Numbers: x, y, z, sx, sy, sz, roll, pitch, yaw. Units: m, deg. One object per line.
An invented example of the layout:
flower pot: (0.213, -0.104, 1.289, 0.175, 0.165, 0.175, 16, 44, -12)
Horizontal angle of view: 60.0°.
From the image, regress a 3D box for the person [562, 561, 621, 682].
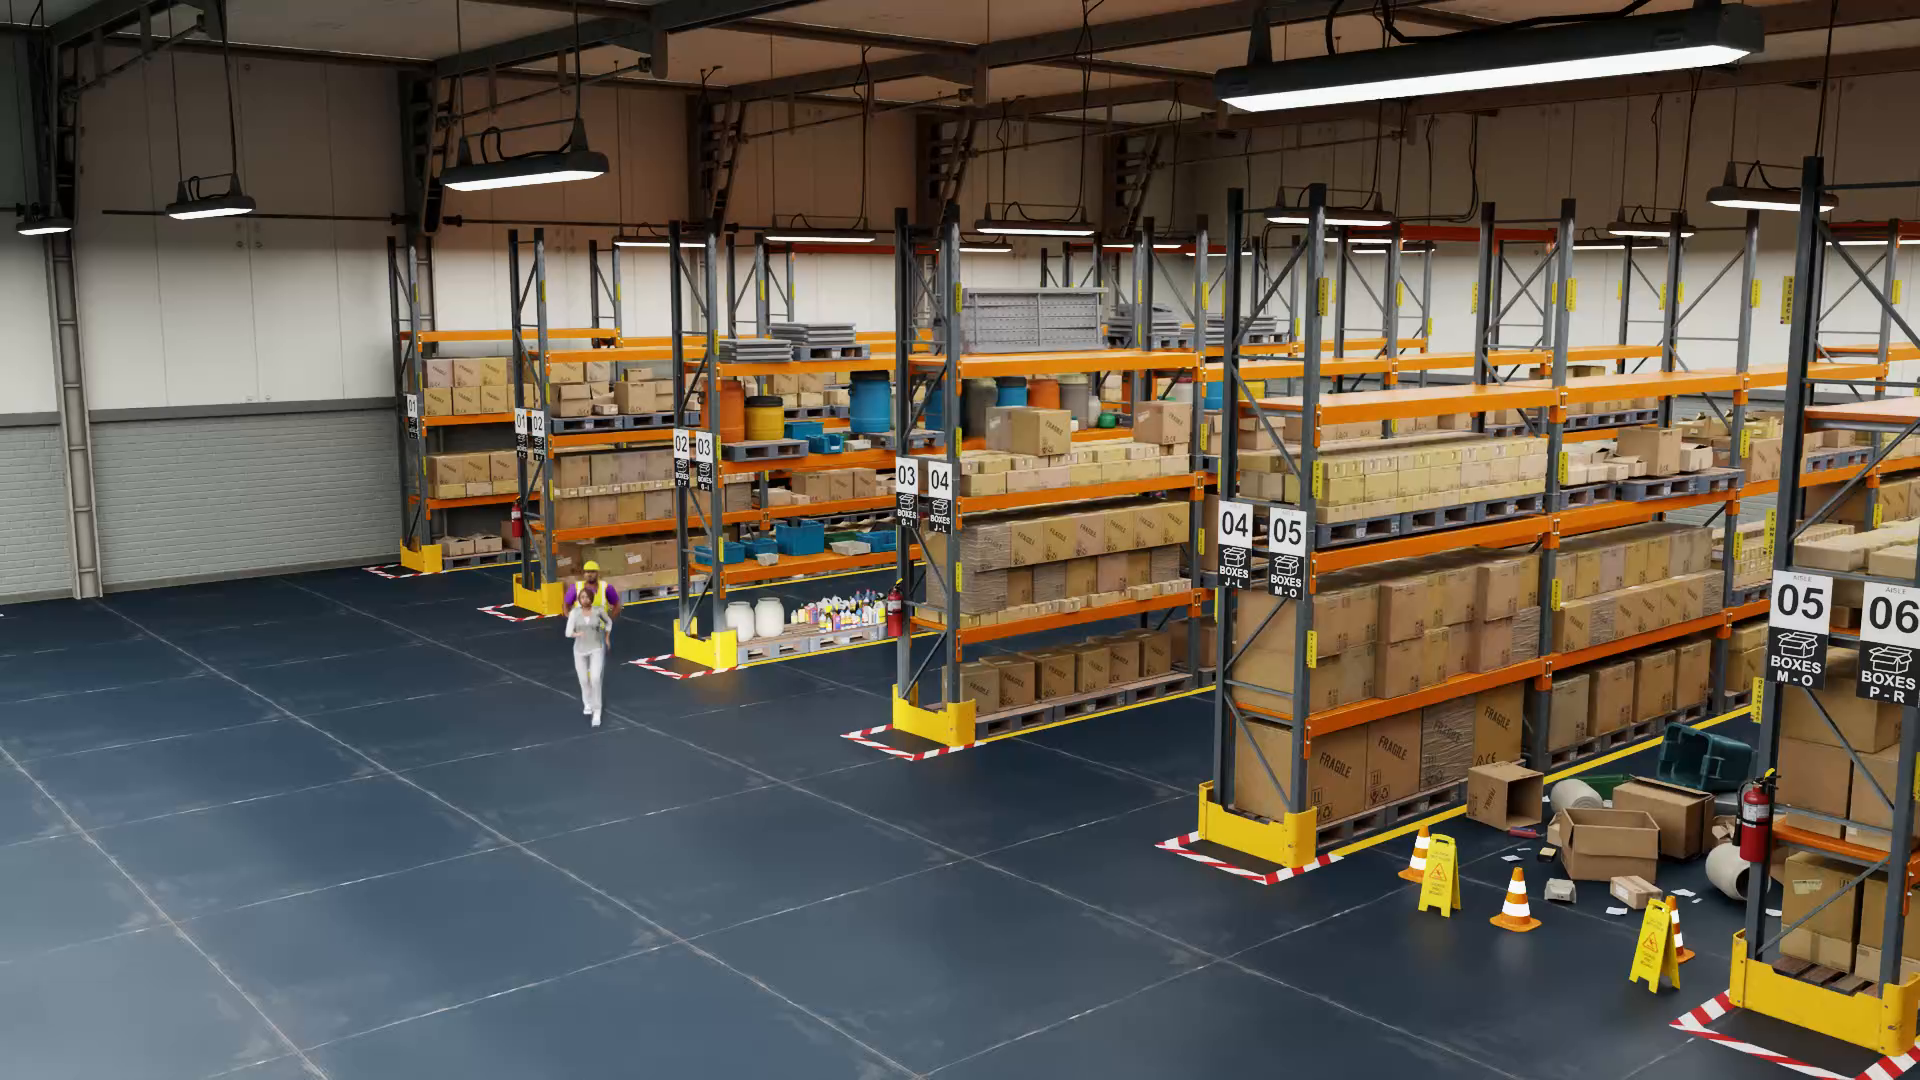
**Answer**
person: (-4.635, 1.113, 20.977, 0.717, 1.754, 0.652, -3, 9, -18)

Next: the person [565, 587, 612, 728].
person: (-4.385, 1.375, 19.664, 0.508, 1.630, 0.709, -1, 9, -5)
